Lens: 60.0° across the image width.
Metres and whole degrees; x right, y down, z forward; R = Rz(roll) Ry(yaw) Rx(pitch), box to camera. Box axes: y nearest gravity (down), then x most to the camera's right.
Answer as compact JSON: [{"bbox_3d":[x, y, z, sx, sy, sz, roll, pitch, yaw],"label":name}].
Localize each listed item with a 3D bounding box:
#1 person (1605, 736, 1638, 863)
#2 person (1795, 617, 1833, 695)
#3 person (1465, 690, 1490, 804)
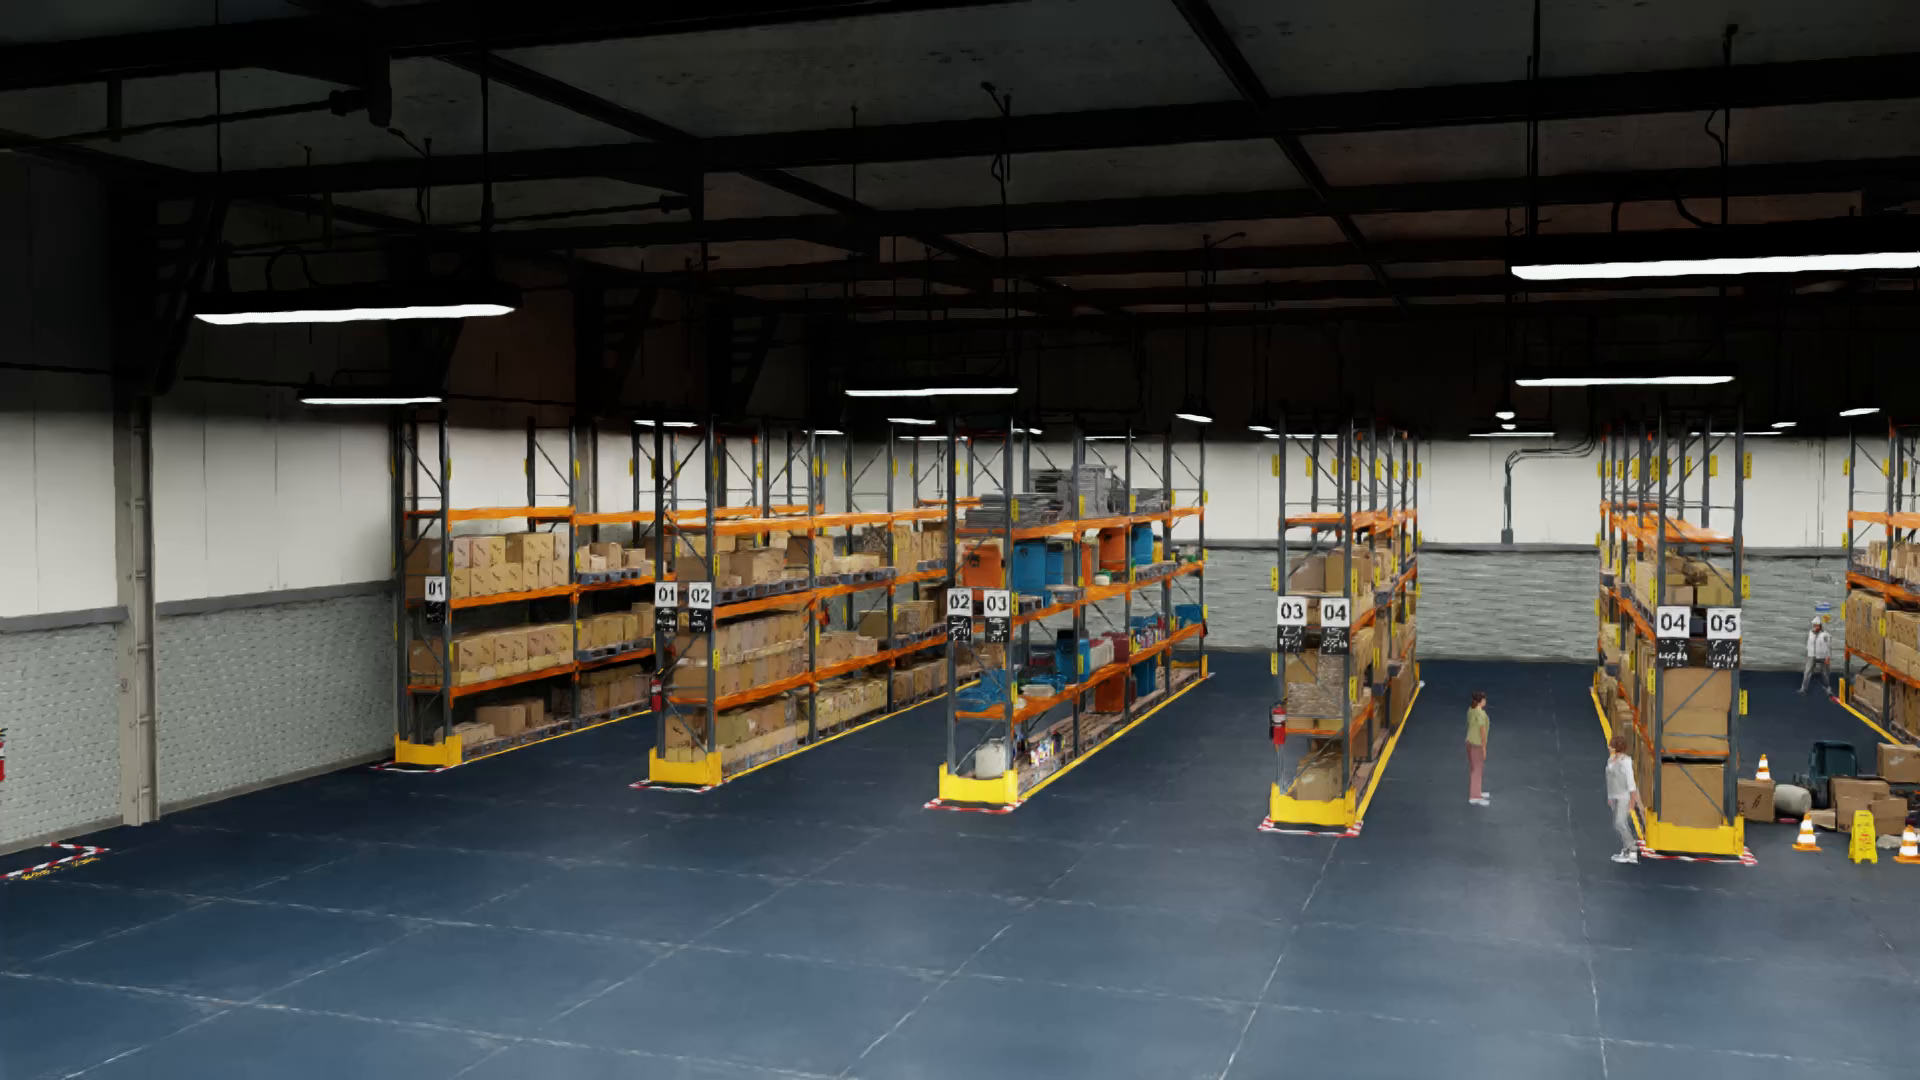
[{"bbox_3d":[8.419,3.287,21.130,0.355,1.592,0.517,0,2,-10],"label":"person"},{"bbox_3d":[18.900,2.557,36.661,0.899,1.733,0.587,-2,3,-42],"label":"person"},{"bbox_3d":[7.799,3.078,24.910,0.451,1.679,0.540,0,2,-10],"label":"person"}]
